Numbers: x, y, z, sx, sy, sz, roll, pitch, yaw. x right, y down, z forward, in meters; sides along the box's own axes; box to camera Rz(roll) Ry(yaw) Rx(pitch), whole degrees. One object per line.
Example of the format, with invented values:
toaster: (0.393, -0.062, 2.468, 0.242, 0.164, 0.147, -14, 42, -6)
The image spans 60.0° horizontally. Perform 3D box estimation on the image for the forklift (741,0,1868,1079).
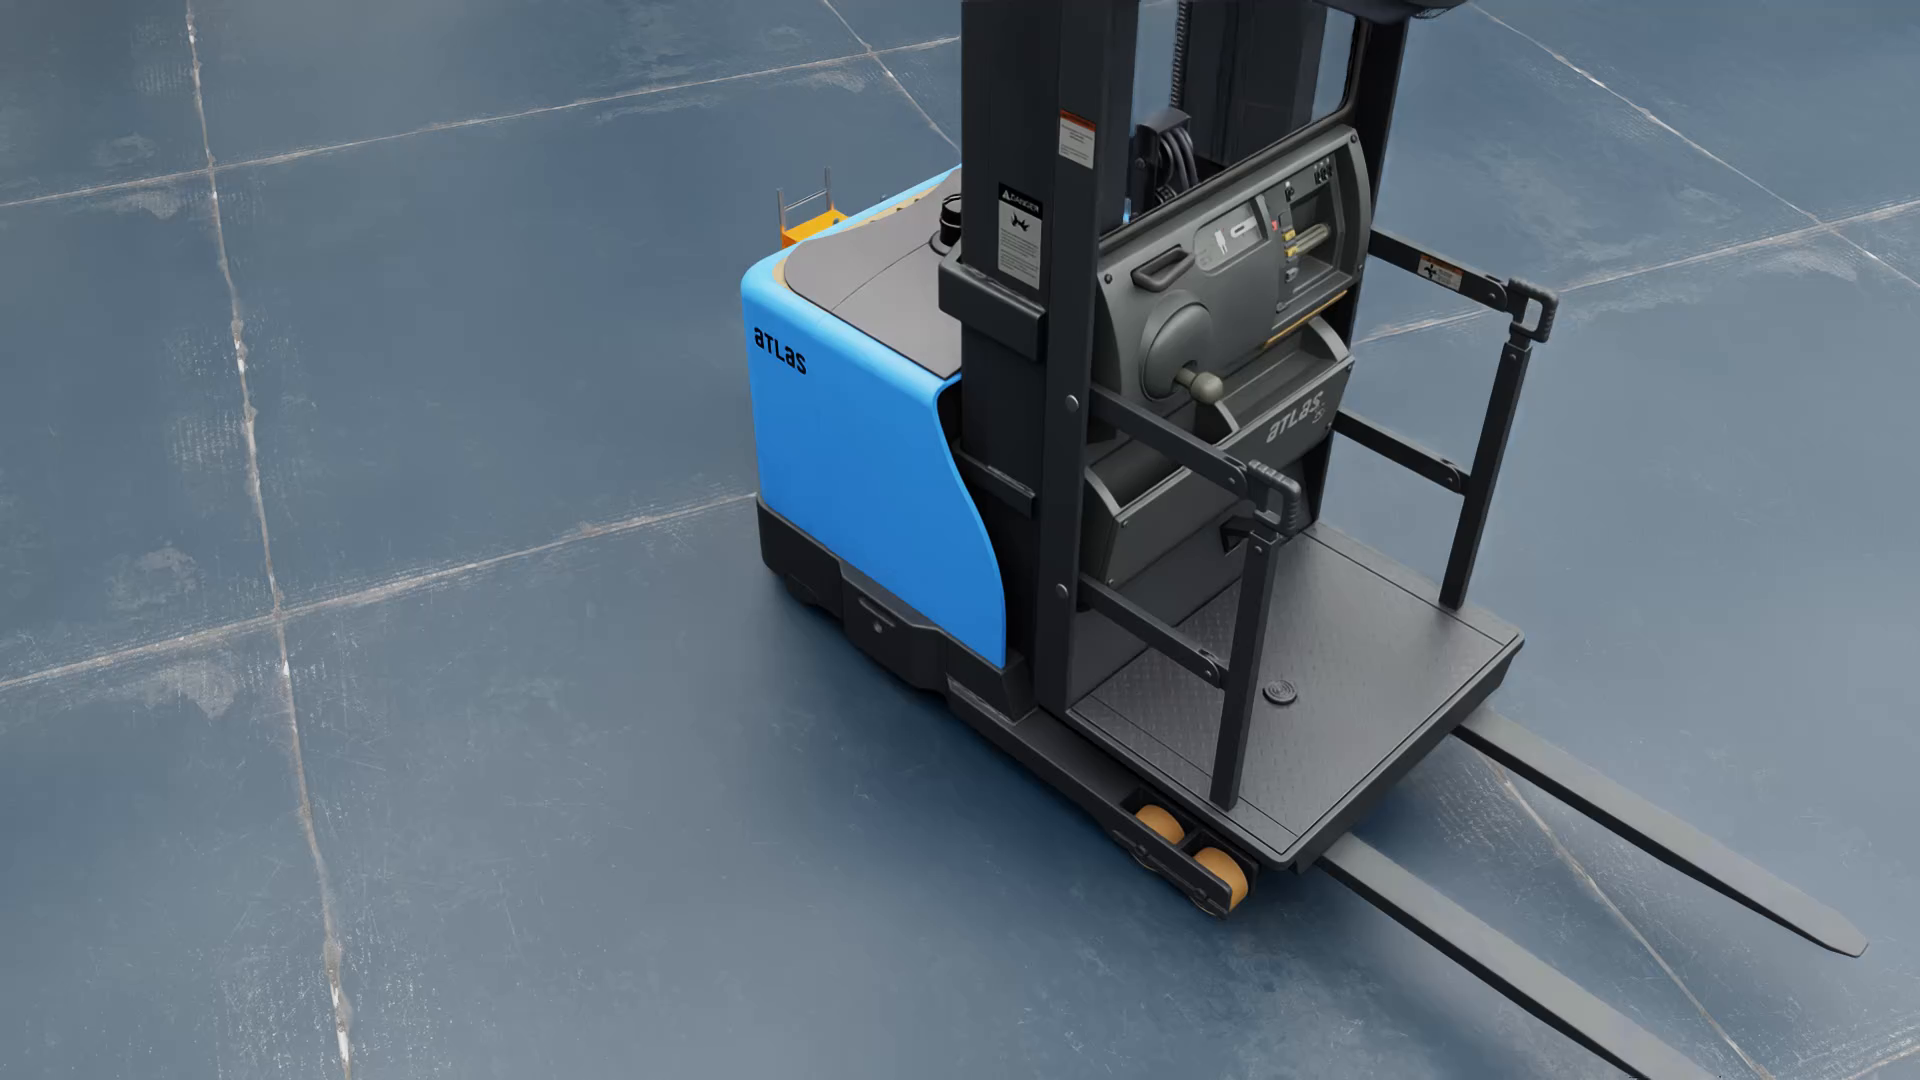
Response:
forklift: (0.790, -0.561, 3.654, 1.130, 2.935, 3.031, -33, 51, -32)

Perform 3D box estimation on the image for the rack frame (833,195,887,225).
rack frame: (-0.285, -0.551, 5.085, 0.200, 1.050, 0.008, -33, 51, -32)

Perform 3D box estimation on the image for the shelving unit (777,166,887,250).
shelving unit: (-0.371, -0.607, 5.151, 0.215, 1.050, 0.252, -33, 51, -32)

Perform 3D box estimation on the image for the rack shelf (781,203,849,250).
rack shelf: (-0.371, -0.814, 4.973, 0.215, 0.259, 0.240, -33, 51, -32)

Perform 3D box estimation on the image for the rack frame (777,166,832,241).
rack frame: (-0.458, -0.664, 5.216, 0.200, 1.050, 0.008, -33, 51, -32)
